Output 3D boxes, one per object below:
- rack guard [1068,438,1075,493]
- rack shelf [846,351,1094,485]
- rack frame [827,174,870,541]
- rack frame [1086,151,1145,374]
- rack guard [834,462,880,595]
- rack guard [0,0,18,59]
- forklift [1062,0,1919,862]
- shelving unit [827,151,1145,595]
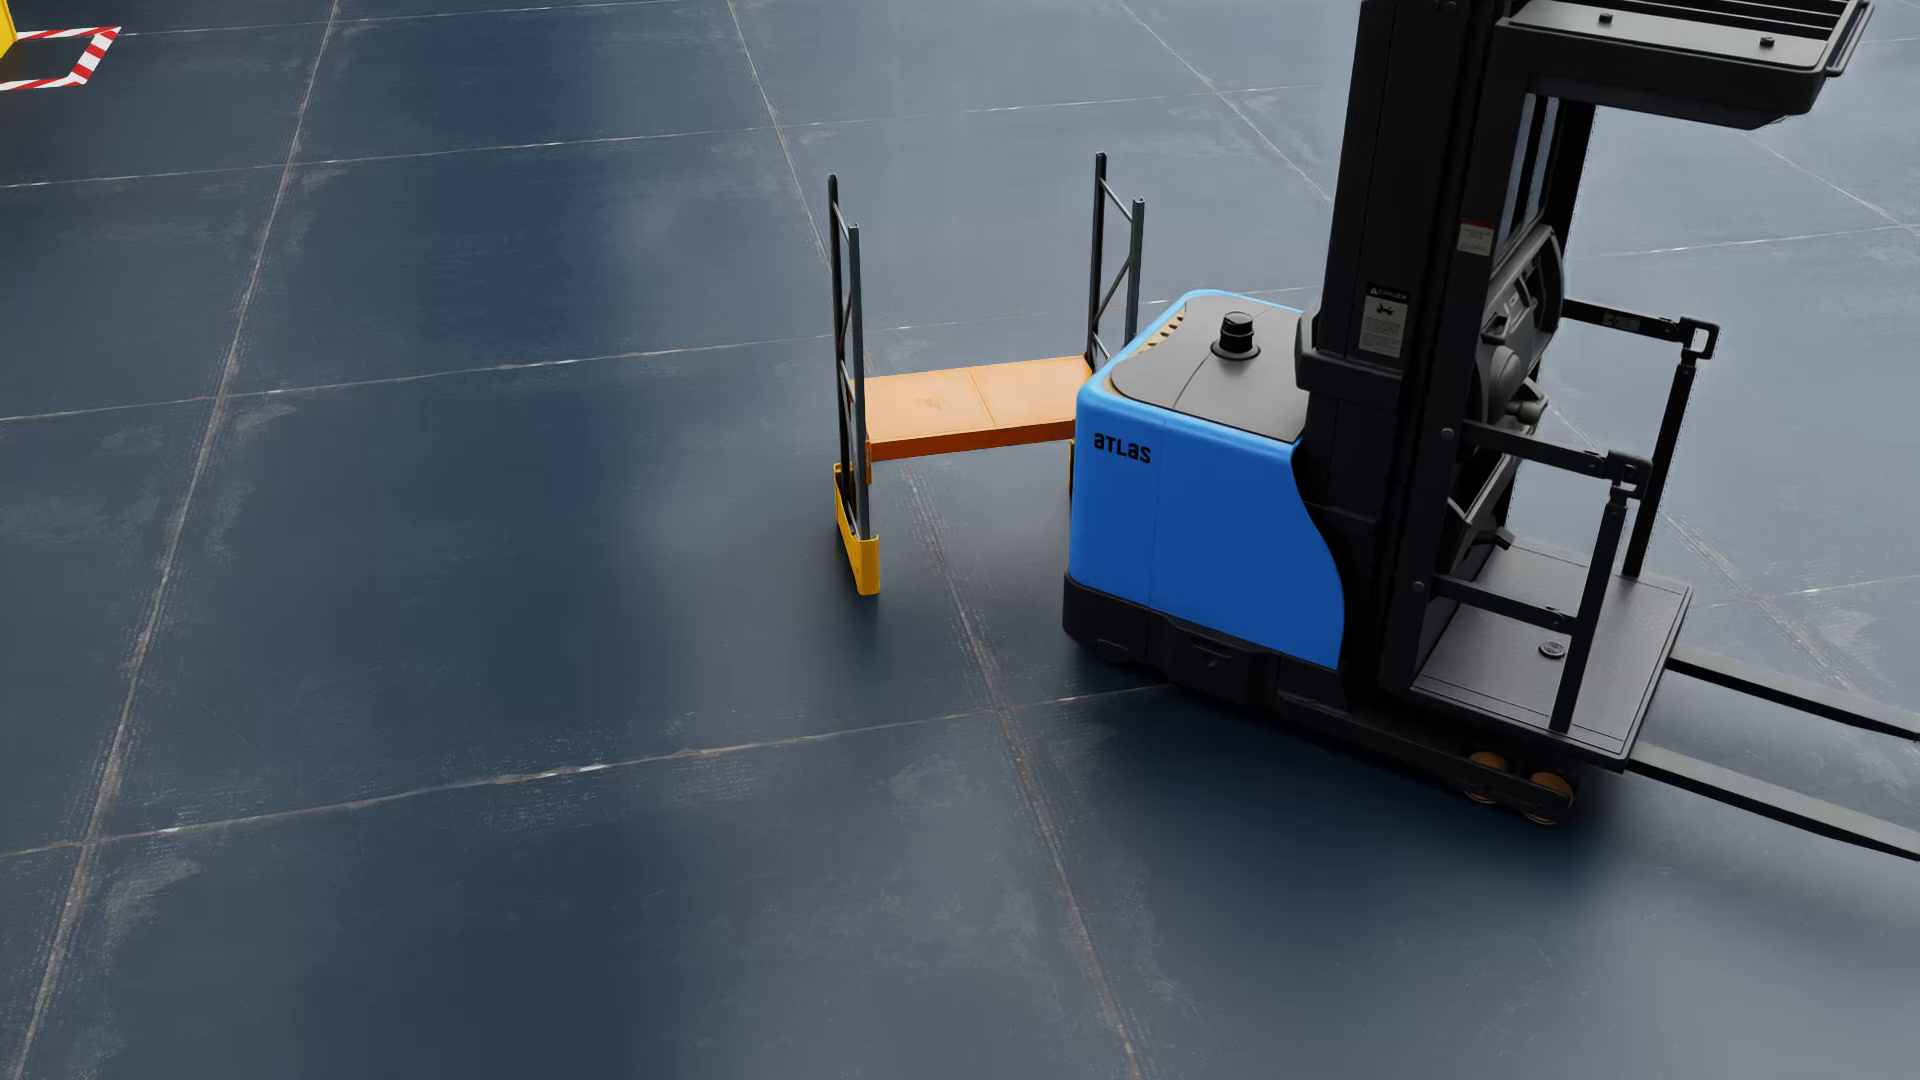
[{"bbox_3d":[0.560,-0.174,6.786,0.087,0.250,0.587,-7,35,-11],"label":"rack guard"},{"bbox_3d":[0.083,-0.484,6.448,1.000,0.185,0.538,-7,35,-11],"label":"rack shelf"},{"bbox_3d":[-0.413,-0.571,6.255,0.032,1.500,0.500,-7,35,-11],"label":"rack frame"},{"bbox_3d":[0.579,-0.696,6.441,0.032,1.500,0.500,-7,35,-11],"label":"rack frame"},{"bbox_3d":[-0.411,-0.052,6.603,0.087,0.250,0.587,-7,35,-11],"label":"rack guard"},{"bbox_3d":[-6.991,-3.592,11.654,0.348,0.500,1.175,-7,35,-11],"label":"rack guard"},{"bbox_3d":[1.907,-0.637,5.069,3.031,2.935,1.130,18,38,25],"label":"forklift"},{"bbox_3d":[0.074,-0.632,6.346,1.083,1.500,0.587,-7,35,-11],"label":"shelving unit"}]
